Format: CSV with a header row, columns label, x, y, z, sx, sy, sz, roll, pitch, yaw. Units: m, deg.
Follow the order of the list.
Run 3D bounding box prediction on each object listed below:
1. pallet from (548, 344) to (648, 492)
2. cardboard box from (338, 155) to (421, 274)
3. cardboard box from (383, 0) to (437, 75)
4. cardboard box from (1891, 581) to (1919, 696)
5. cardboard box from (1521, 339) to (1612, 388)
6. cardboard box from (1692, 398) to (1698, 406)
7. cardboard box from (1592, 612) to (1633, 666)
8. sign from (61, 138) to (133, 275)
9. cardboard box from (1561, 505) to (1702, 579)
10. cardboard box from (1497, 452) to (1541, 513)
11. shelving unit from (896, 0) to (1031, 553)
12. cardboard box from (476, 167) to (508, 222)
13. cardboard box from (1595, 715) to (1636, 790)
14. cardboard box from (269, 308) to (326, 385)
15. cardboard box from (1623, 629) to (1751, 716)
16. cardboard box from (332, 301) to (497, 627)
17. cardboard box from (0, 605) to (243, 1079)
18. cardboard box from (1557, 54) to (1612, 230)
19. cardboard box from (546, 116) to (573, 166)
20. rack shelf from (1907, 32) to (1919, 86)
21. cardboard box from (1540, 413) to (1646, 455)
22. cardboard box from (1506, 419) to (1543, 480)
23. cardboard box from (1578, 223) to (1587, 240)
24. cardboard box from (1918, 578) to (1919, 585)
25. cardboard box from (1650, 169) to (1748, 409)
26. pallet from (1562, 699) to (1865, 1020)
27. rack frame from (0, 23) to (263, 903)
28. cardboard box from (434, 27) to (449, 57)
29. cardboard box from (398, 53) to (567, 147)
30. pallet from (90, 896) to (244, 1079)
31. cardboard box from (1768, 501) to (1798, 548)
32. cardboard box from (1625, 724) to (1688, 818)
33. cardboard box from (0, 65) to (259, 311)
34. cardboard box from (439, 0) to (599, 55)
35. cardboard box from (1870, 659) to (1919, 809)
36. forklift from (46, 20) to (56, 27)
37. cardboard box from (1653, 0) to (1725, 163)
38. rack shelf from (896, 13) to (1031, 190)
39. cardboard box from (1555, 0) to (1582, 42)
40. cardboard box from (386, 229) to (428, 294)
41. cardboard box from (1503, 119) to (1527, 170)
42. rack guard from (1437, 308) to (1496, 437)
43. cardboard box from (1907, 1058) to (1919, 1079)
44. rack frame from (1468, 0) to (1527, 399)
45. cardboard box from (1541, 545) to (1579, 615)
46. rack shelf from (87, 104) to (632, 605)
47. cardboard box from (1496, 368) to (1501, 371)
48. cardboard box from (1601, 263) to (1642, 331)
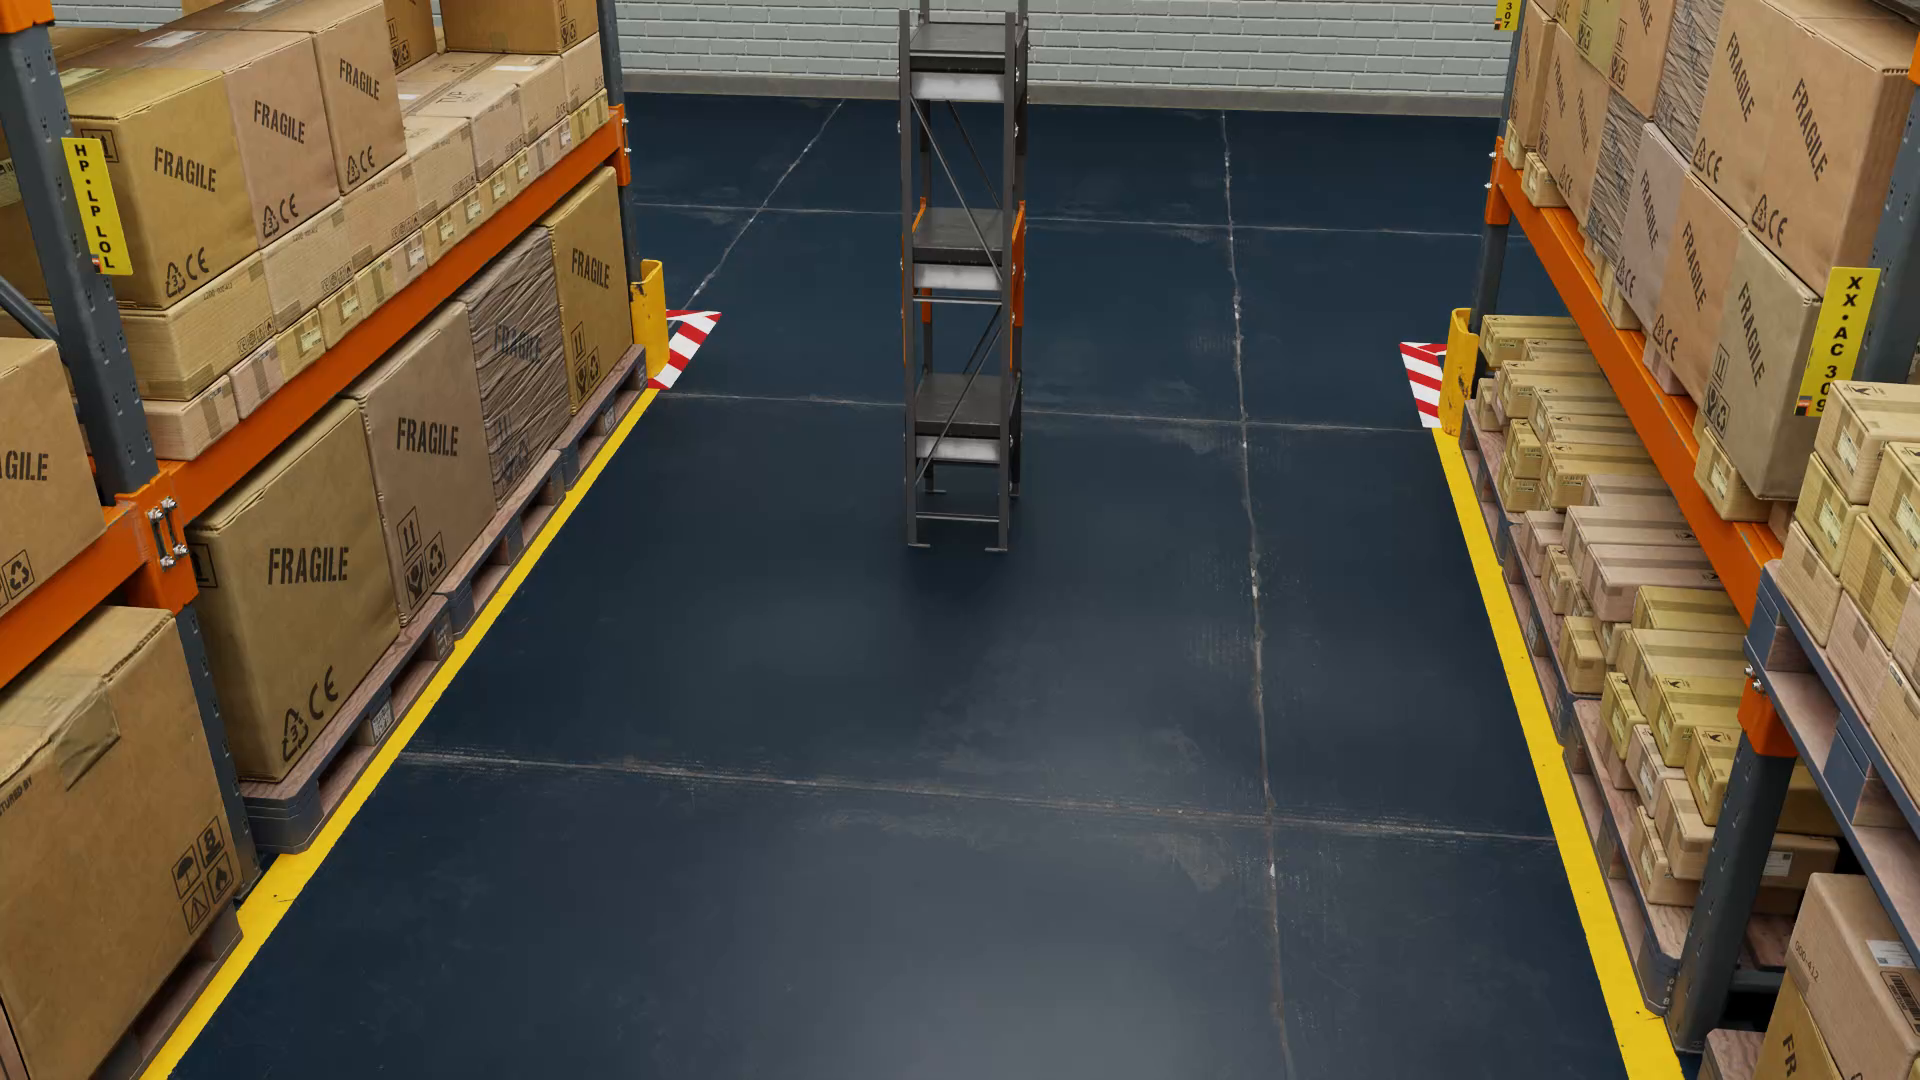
label,x,y,z,sx,sy,sz,roll,pitch,yaw
pallet,-2.093,-0.605,7.650,1.003,0.211,1.213,3,28,6
cardboard box,-2.121,-1.079,5.435,0.500,0.250,0.500,4,29,7
cardboard box,-2.460,-2.163,6.656,0.500,0.500,0.500,3,28,5
cardboard box,1.782,0.202,2.720,0.380,0.149,0.250,4,29,7
cardboard box,2.522,-0.706,6.833,0.380,0.149,0.250,4,29,7
cardboard box,2.265,-0.399,4.593,0.380,0.149,0.250,3,28,5
cardboard box,2.247,0.289,5.300,0.380,0.149,0.250,4,29,7
sign,-2.023,-0.778,3.895,0.100,0.325,0.005,3,28,6
cardboard box,2.220,0.013,5.499,0.380,0.149,0.250,2,28,4
cardboard box,2.341,-0.220,6.559,0.380,0.149,0.250,4,29,7
shelving unit,0.020,-1.002,6.397,0.431,2.100,0.503,3,28,6
cardboard box,-1.944,-1.313,6.289,0.380,0.149,0.250,3,29,6
cardboard box,2.141,0.626,4.989,0.380,0.149,0.250,2,28,5
cardboard box,-2.132,-0.587,4.943,0.380,0.149,0.250,4,29,8
cardboard box,2.148,0.391,4.798,0.380,0.149,0.250,3,28,6
cardboard box,-2.292,-0.310,5.959,0.875,0.875,0.875,3,28,6
cardboard box,-2.621,0.723,4.044,1.225,0.875,0.875,3,29,6
cardboard box,2.396,-1.374,5.719,0.500,0.500,0.500,4,29,7
cardboard box,-1.851,-1.675,6.961,0.380,0.149,0.250,3,29,6
rack shelf,2.593,-1.940,4.784,1.077,0.370,4.000,3,28,6
cardboard box,2.372,-0.343,6.160,0.380,0.149,0.250,4,29,8
cardboard box,2.348,-0.346,6.479,0.380,0.149,0.250,4,29,8
cardboard box,2.443,-1.131,5.952,0.380,0.149,0.250,3,28,6
cardboard box,1.781,0.080,2.634,0.380,0.149,0.250,4,29,7
cardboard box,2.191,-0.658,4.390,0.500,0.500,0.500,3,28,5
pallet,2.395,0.915,4.829,1.003,0.211,1.213,3,28,6
rack frame,-2.562,-0.330,4.201,1.000,3.000,0.127,3,28,6
cardboard box,-2.399,-2.068,7.270,0.500,0.250,0.500,3,28,5
cardboard box,-1.931,-1.796,6.765,0.500,0.250,0.500,3,28,5
pallet,-2.582,1.265,4.180,1.003,0.211,1.213,3,28,6
cardboard box,2.150,-0.032,3.912,0.380,0.149,0.250,3,28,6
cardboard box,2.092,0.650,4.631,0.380,0.149,0.250,2,28,4
cardboard box,-2.250,-0.936,4.379,0.500,0.500,0.500,3,28,6
cardboard box,-1.871,-2.364,7.029,0.500,0.500,0.500,4,29,7
cardboard box,1.780,0.338,2.782,0.380,0.149,0.250,4,29,7
forklift,-4.482,-1.762,6.930,1.130,2.935,3.031,1,28,3
cardboard box,2.272,-1.330,4.584,0.500,0.500,0.500,4,29,8
rack shelf,0.020,-1.607,6.071,0.431,0.518,0.480,3,28,6
cardboard box,2.464,-2.059,5.936,0.500,0.500,0.500,4,29,8
cardboard box,-2.038,-0.950,5.615,0.380,0.149,0.250,4,29,7
cardboard box,2.473,-1.633,6.884,0.380,0.149,0.250,3,28,6
rack guard,2.828,-0.741,7.599,1.175,0.500,0.348,3,28,6
cardboard box,1.932,1.174,2.810,0.500,0.250,0.500,4,29,8
rack frame,2.838,-1.877,7.072,1.000,3.000,0.127,3,28,6
cardboard box,2.280,0.150,5.873,0.380,0.149,0.250,3,28,6
rack shelf,-2.317,-0.955,6.119,1.077,0.370,4.000,3,28,6
cardboard box,2.519,-0.707,7.148,0.380,0.149,0.250,5,29,8
cardboard box,2.271,-0.772,5.286,0.380,0.149,0.250,4,29,7
